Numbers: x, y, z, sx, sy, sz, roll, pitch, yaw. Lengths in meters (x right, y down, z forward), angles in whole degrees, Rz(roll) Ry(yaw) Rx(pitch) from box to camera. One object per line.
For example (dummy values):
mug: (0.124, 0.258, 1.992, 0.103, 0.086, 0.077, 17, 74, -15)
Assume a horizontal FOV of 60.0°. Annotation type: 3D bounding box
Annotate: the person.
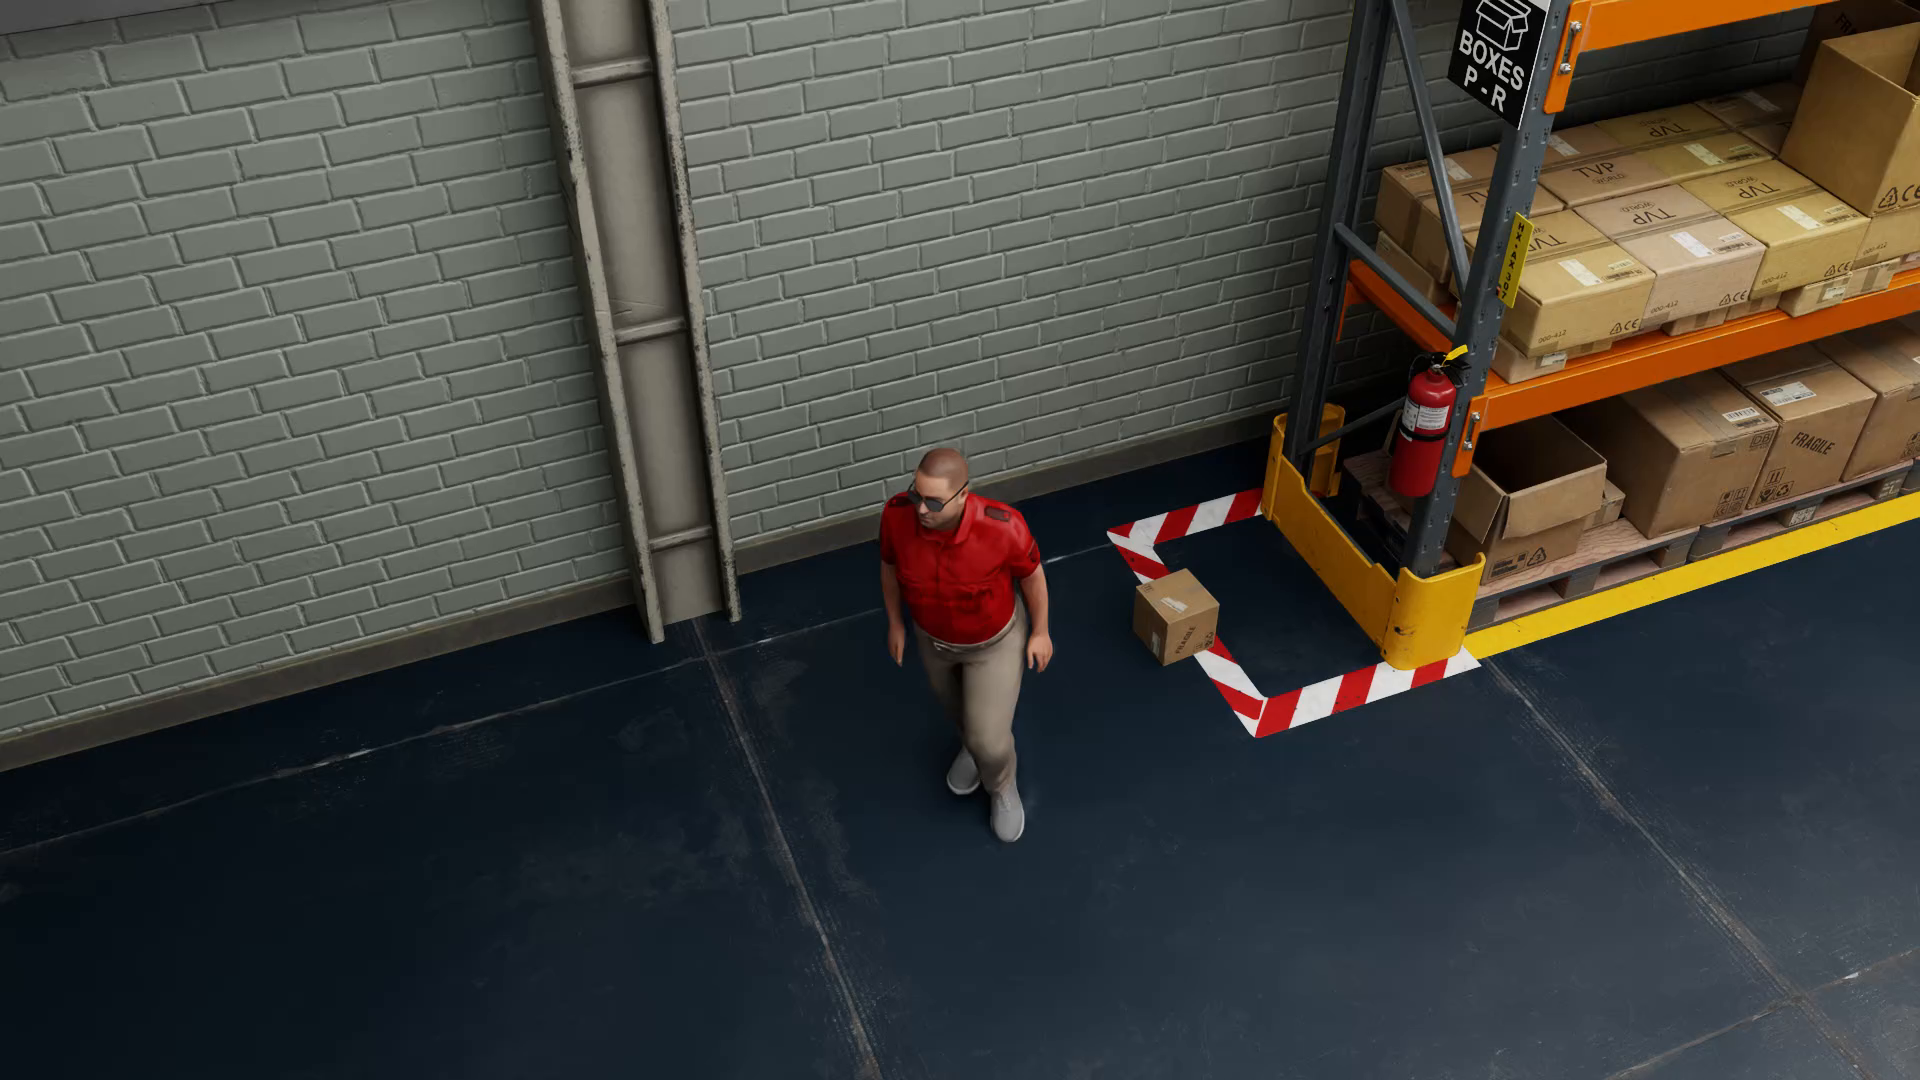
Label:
person: (0.026, 0.323, 5.828, 0.600, 1.753, 0.515, 16, 44, 17)
